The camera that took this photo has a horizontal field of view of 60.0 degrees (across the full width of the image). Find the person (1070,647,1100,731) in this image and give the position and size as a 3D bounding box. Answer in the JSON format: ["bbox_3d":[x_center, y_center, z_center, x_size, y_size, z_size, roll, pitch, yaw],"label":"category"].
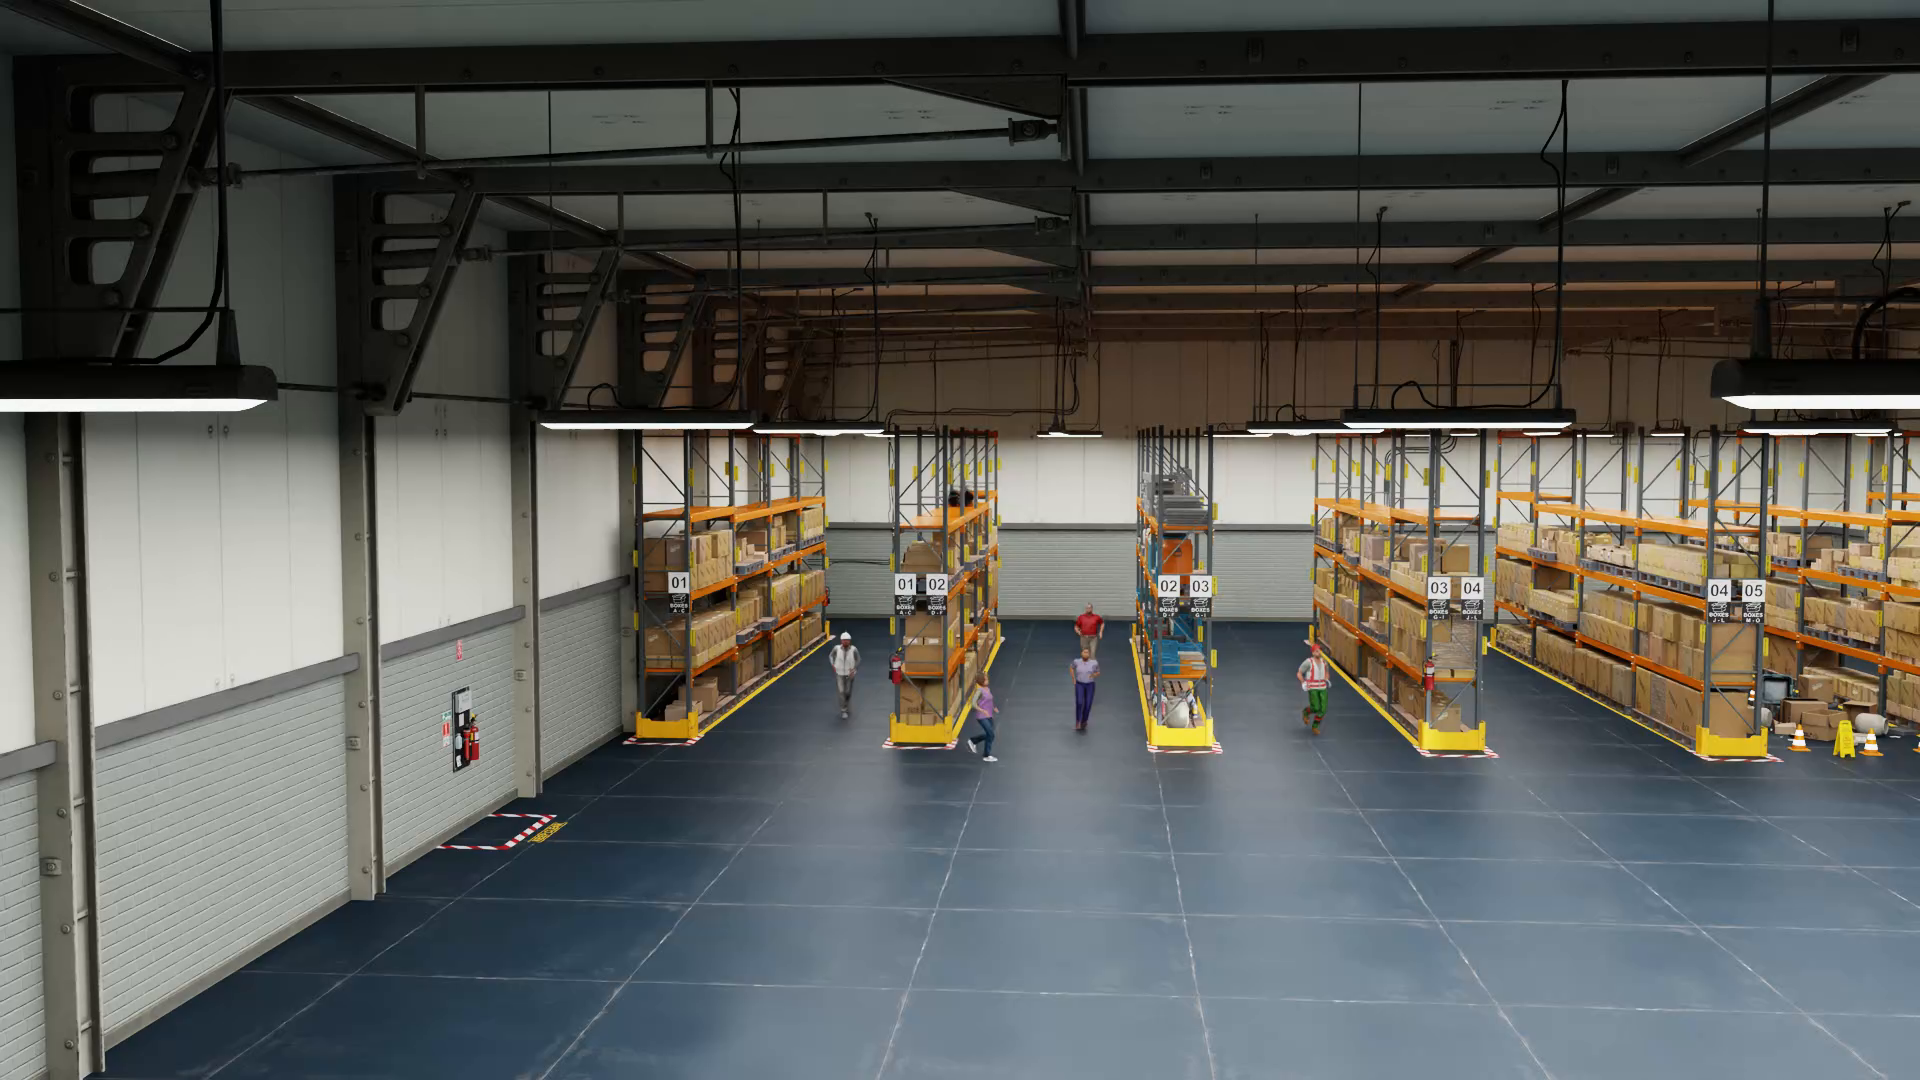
[{"bbox_3d":[2.475,2.939,32.885,0.590,1.648,0.727,0,3,-1],"label":"person"}]

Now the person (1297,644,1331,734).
[{"bbox_3d":[6.956,2.909,32.539,0.671,1.748,0.596,-1,4,-19],"label":"person"}]

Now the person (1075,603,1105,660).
[{"bbox_3d":[2.972,2.298,38.157,0.677,1.683,0.926,0,3,7],"label":"person"}]

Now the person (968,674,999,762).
[{"bbox_3d":[0.385,3.162,29.654,0.622,1.550,0.539,2,4,28],"label":"person"}]

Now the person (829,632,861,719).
[{"bbox_3d":[-2.386,2.768,34.467,0.663,1.764,0.966,0,3,-2],"label":"person"}]
